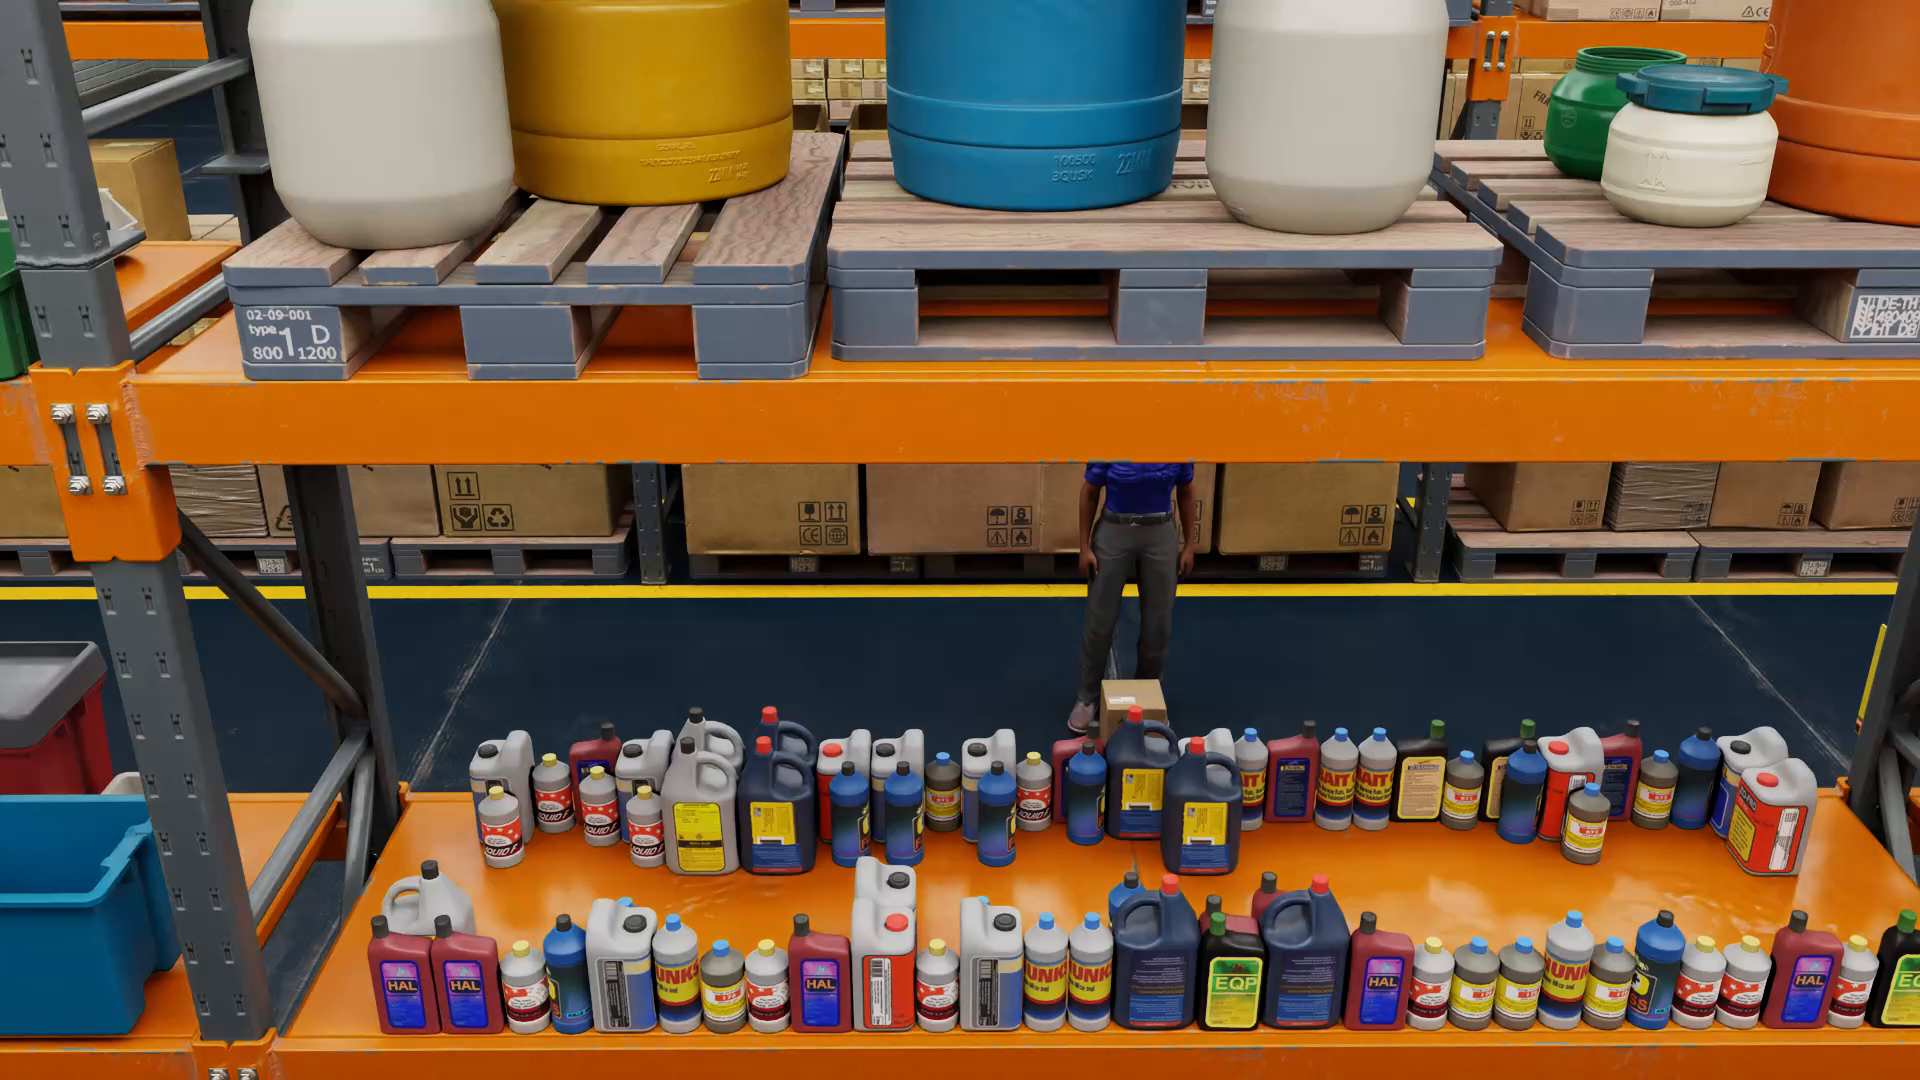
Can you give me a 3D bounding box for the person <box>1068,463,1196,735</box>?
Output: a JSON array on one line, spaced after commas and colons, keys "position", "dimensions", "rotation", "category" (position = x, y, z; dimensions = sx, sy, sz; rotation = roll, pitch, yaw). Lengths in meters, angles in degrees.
[{"position": [0.734, 0.031, 7.040], "dimensions": [0.531, 1.654, 0.351], "rotation": [-1, 24, -3], "category": "person"}]
